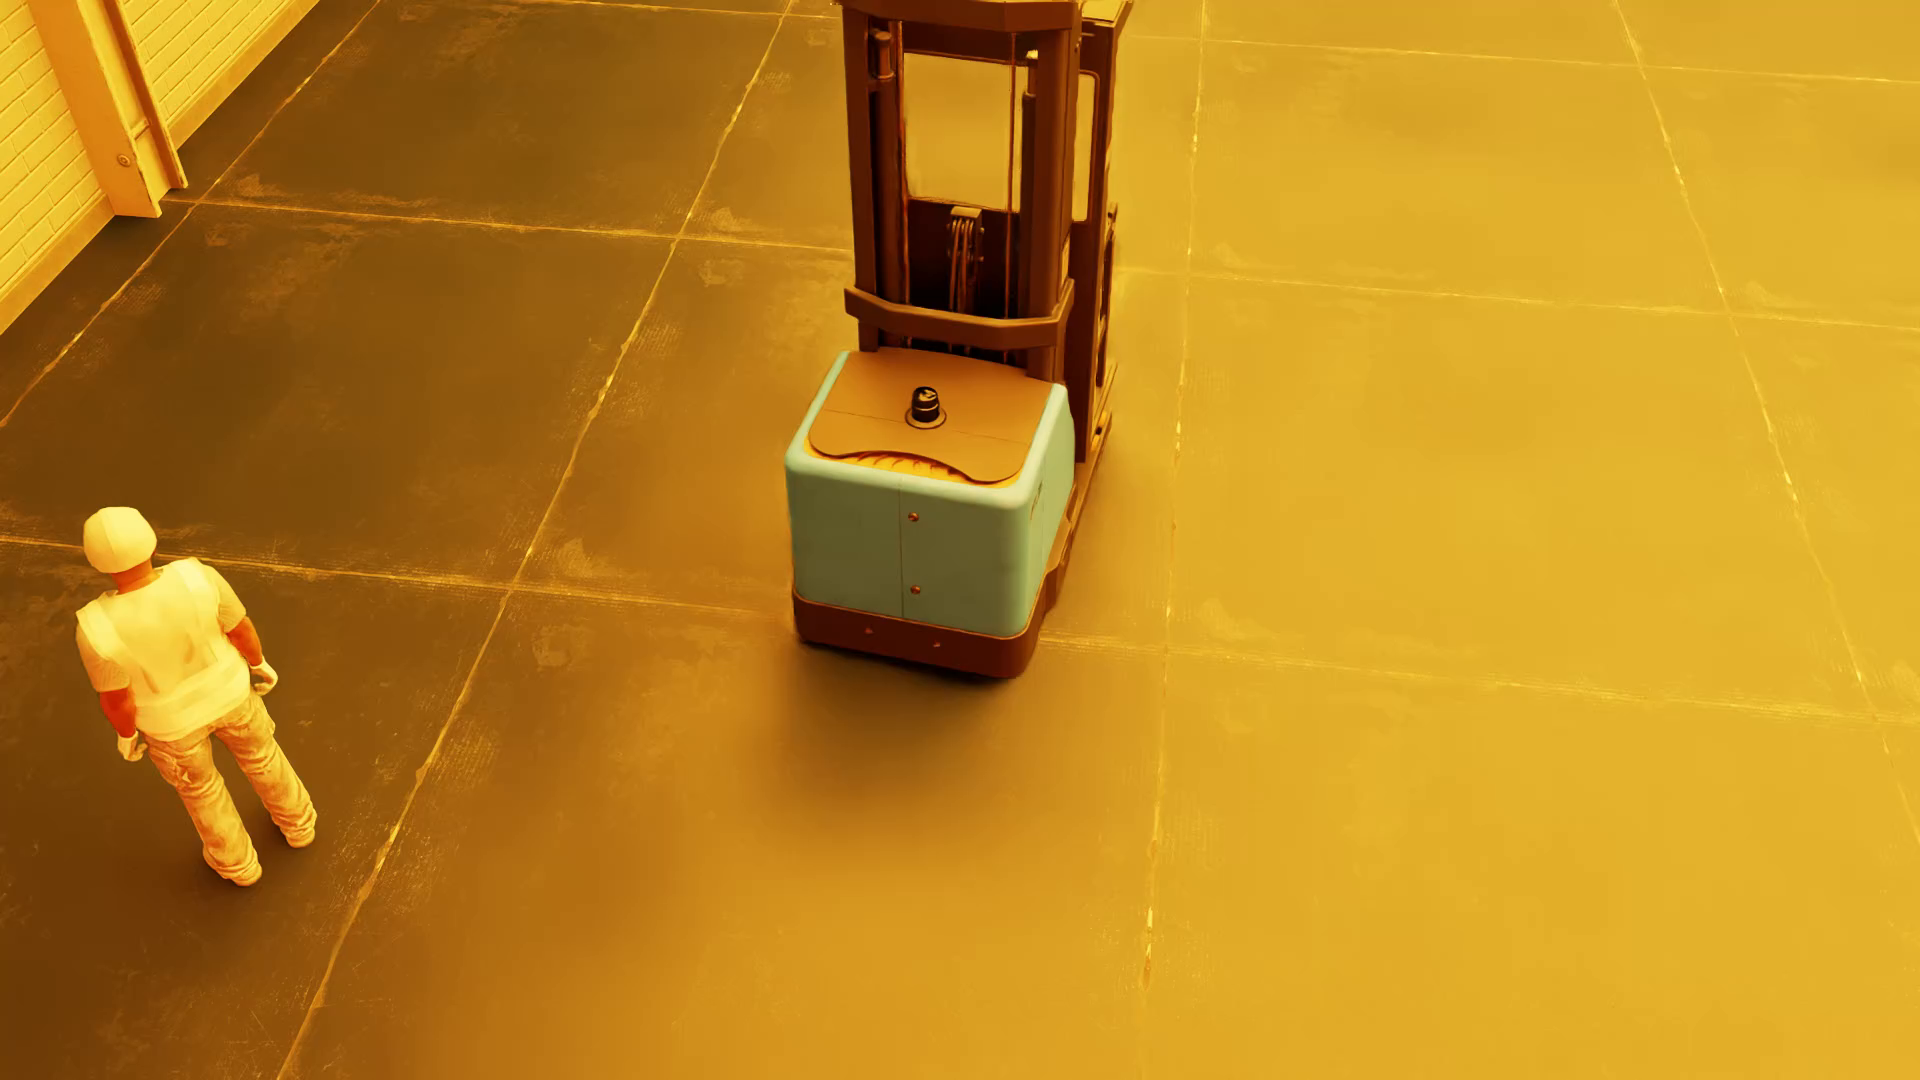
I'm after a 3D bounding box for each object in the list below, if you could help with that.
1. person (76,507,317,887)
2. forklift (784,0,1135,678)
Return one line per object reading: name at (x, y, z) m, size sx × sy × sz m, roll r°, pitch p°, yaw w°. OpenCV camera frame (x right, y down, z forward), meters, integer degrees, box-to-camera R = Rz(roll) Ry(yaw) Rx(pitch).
person at (-2.758, 0.560, 5.962) m, size 0.577 × 1.789 × 0.372 m, roll -32°, pitch 51°, yaw -30°
forklift at (0.144, -1.498, 7.355) m, size 1.130 × 2.935 × 3.031 m, roll 10°, pitch 44°, yaw 11°
